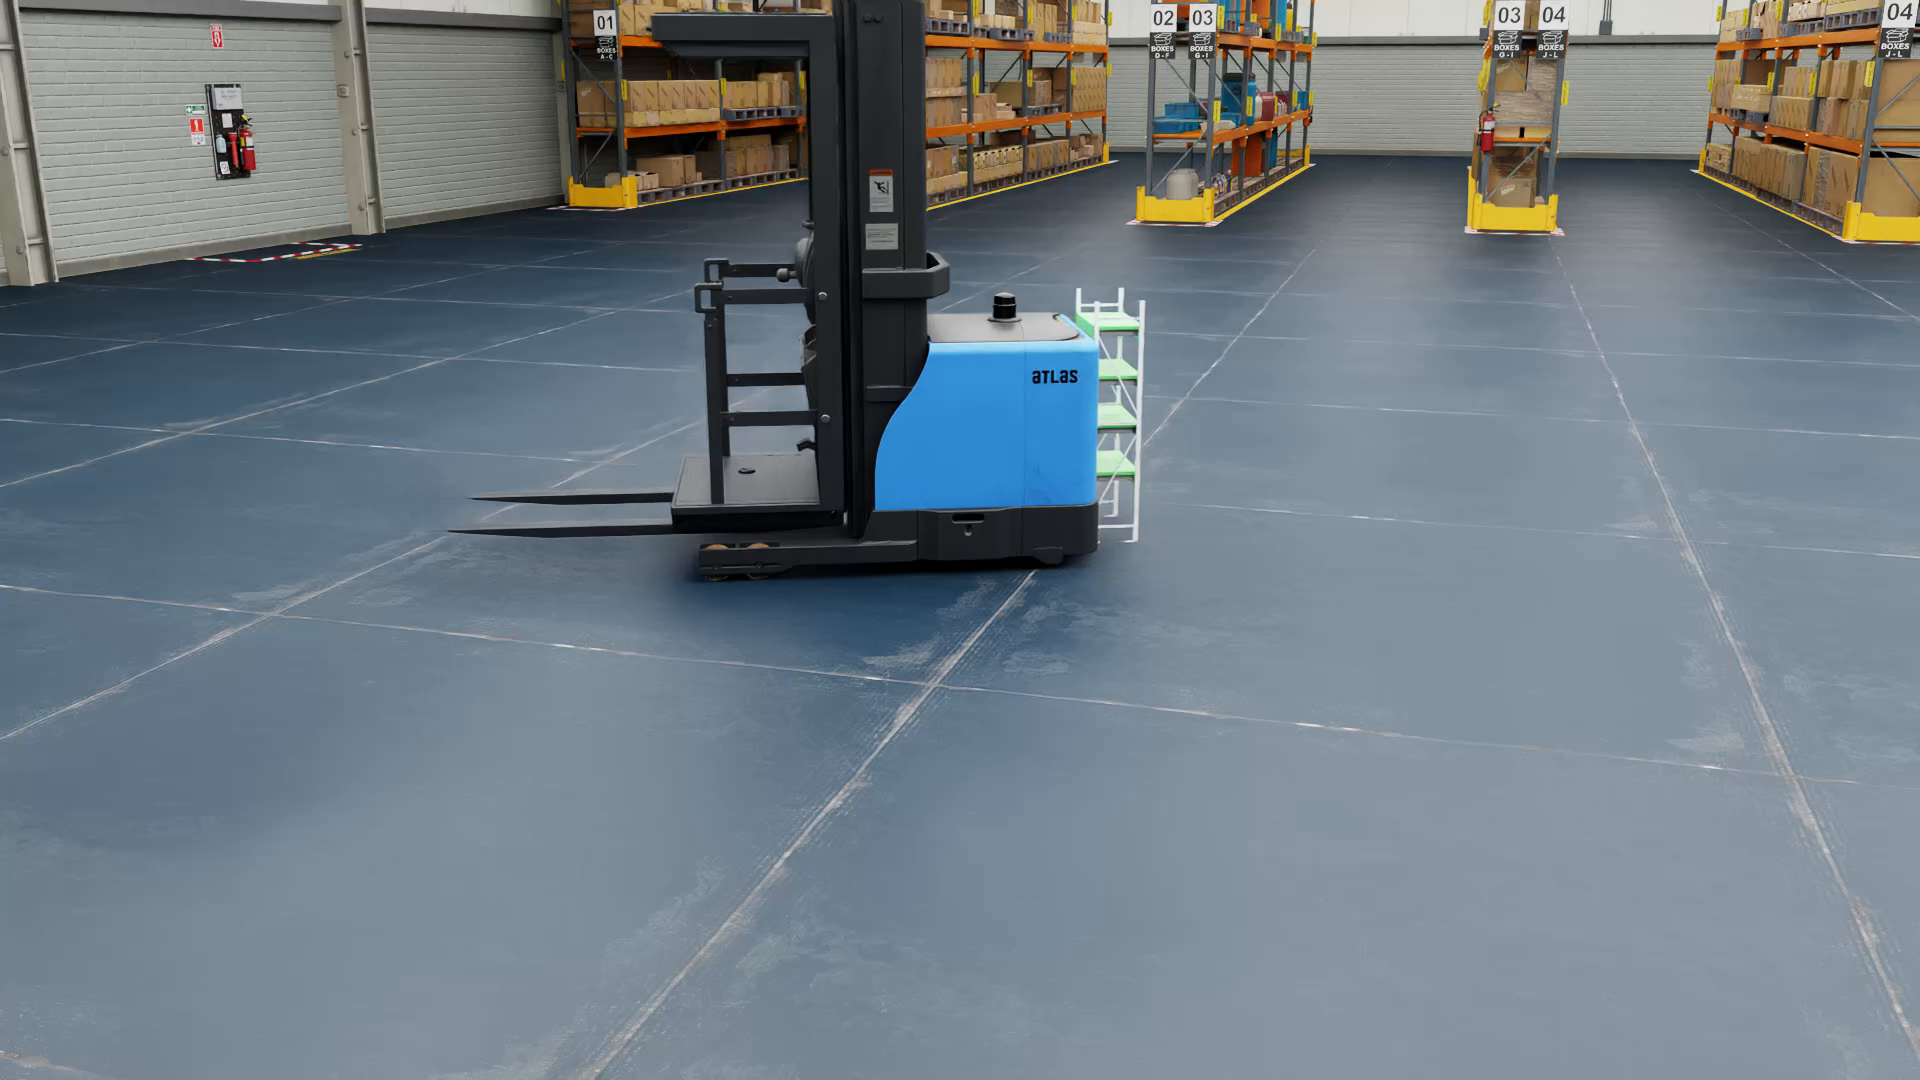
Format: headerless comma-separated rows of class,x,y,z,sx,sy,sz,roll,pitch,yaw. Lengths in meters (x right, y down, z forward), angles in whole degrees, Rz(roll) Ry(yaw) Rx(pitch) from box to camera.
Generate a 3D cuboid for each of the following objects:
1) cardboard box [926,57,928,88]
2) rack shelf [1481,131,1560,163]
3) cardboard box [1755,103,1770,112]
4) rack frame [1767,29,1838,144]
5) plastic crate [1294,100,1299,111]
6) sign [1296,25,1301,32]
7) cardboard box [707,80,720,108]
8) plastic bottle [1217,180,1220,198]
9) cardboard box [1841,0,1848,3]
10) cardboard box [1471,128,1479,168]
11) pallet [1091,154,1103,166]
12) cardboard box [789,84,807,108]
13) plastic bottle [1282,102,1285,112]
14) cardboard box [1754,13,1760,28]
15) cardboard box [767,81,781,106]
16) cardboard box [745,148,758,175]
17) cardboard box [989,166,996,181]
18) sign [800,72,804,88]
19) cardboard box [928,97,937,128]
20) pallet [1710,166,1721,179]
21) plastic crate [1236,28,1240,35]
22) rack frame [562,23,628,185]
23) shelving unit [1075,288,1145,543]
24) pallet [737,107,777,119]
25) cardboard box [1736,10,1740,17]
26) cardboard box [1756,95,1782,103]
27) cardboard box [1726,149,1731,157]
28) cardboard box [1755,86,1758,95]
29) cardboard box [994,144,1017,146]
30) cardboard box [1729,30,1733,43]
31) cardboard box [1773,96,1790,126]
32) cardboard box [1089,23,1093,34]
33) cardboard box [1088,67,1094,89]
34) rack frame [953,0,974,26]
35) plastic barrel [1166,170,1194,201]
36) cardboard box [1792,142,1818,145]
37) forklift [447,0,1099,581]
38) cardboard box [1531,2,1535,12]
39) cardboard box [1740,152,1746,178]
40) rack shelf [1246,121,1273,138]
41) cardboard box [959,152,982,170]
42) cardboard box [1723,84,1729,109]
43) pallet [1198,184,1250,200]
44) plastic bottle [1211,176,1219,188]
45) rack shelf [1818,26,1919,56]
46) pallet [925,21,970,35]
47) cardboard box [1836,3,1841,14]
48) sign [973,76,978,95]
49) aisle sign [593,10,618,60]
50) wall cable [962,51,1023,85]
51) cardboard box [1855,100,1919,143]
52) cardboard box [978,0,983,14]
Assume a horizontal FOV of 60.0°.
cardboard box,-0.942,-7.848,27.941,0.700,0.500,0.500,5,16,16
rack shelf,8.676,-6.179,25.935,1.077,0.370,4.000,5,16,16
cardboard box,14.808,-7.929,30.479,0.380,0.149,0.250,5,17,17
rack frame,15.108,-7.684,29.922,1.000,3.000,0.127,5,16,16
plastic crate,7.568,-9.963,38.154,0.416,0.233,0.300,5,16,16
sign,7.296,-10.929,35.852,0.100,0.325,0.005,5,16,16
cardboard box,-4.840,-8.351,31.139,0.500,0.500,0.500,5,16,16
plastic bottle,4.255,-5.799,27.448,0.061,0.283,0.133,5,17,17
cardboard box,13.279,-8.031,24.426,0.500,0.250,0.500,4,16,15
cardboard box,11.102,-7.918,33.873,1.225,0.875,0.875,4,16,14
pallet,2.911,-9.387,41.037,1.003,0.211,1.213,5,16,16
cardboard box,-3.482,-9.555,35.755,0.500,0.500,0.500,5,17,18
plastic bottle,6.945,-9.277,35.753,0.061,0.283,0.133,5,16,16
cardboard box,15.794,-10.118,32.402,0.500,0.311,0.500,4,16,15
cardboard box,-4.123,-9.235,34.401,0.700,0.500,0.500,3,16,11
cardboard box,-4.527,-7.673,33.659,0.700,0.500,0.500,5,17,17
cardboard box,0.391,-7.052,31.965,0.500,0.250,0.500,4,16,14
sign,-3.343,-9.726,35.147,0.100,0.325,0.005,5,16,16
cardboard box,-0.806,-7.345,28.546,0.700,0.500,0.500,5,17,18
pallet,16.747,-7.887,35.750,1.003,0.211,1.213,5,16,16
plastic crate,4.428,-8.297,27.071,0.243,0.136,0.396,5,16,16
rack frame,-6.139,-7.154,28.055,1.000,3.000,0.127,5,16,16
shelving unit,0.737,-0.631,8.356,0.258,1.200,0.503,-2,16,-6
pallet,-4.389,-8.634,33.623,1.003,0.211,1.213,5,16,16
cardboard box,16.415,-10.977,34.663,0.380,0.149,0.250,5,16,15
cardboard box,14.812,-8.072,30.438,0.380,0.149,0.250,5,17,17
cardboard box,16.131,-8.030,34.508,0.380,0.149,0.250,5,17,17
cardboard box,14.882,-8.280,30.626,0.380,0.149,0.250,4,16,15
cardboard box,0.925,-8.136,35.291,0.500,0.500,0.500,5,17,18
cardboard box,16.564,-10.642,35.131,0.500,0.250,0.500,5,16,16
cardboard box,14.580,-7.502,29.098,0.500,0.500,0.500,4,16,15
cardboard box,2.833,-12.021,39.077,0.500,0.250,0.500,5,16,16
cardboard box,2.864,-10.946,39.407,0.500,0.500,0.500,5,17,18
rack frame,-0.252,-10.703,29.575,1.000,3.000,0.127,5,16,16
plastic barrel,3.473,-5.569,26.256,0.421,0.512,0.421,0,16,0
cardboard box,15.536,-7.205,30.673,0.500,0.250,0.500,4,16,13
forklift,-0.896,-1.373,7.800,3.031,2.935,1.130,-2,16,-6
cardboard box,8.528,-7.754,24.219,0.380,0.149,0.250,4,16,15
cardboard box,15.496,-7.280,32.311,0.500,0.500,0.500,5,17,17
rack shelf,5.064,-7.609,30.978,1.077,0.370,4.000,5,16,16
cardboard box,0.104,-7.055,30.948,0.500,0.311,0.500,5,16,16
cardboard box,16.403,-9.336,35.017,0.500,0.500,0.500,5,16,16
pallet,4.682,-6.299,30.151,1.003,0.211,1.213,5,16,16
plastic bottle,4.386,-6.097,28.515,0.152,0.276,0.135,5,16,16
rack shelf,13.403,-7.211,24.076,1.077,0.370,4.000,5,16,16
pallet,-0.470,-8.993,29.202,1.003,0.211,1.213,5,16,16
cardboard box,13.327,-7.942,24.843,0.380,0.149,0.250,4,16,15
sign,0.281,-8.229,30.114,0.100,0.325,0.005,5,16,16
aisle sign,-5.872,-8.363,27.551,0.394,0.787,0.004,5,16,16
wall cable,0.358,-14.184,47.537,3.097,2.526,0.112,5,16,16
cardboard box,12.897,-5.763,22.877,0.875,0.550,0.550,5,16,16
cardboard box,0.101,-10.060,30.934,0.500,0.500,0.500,6,17,21
